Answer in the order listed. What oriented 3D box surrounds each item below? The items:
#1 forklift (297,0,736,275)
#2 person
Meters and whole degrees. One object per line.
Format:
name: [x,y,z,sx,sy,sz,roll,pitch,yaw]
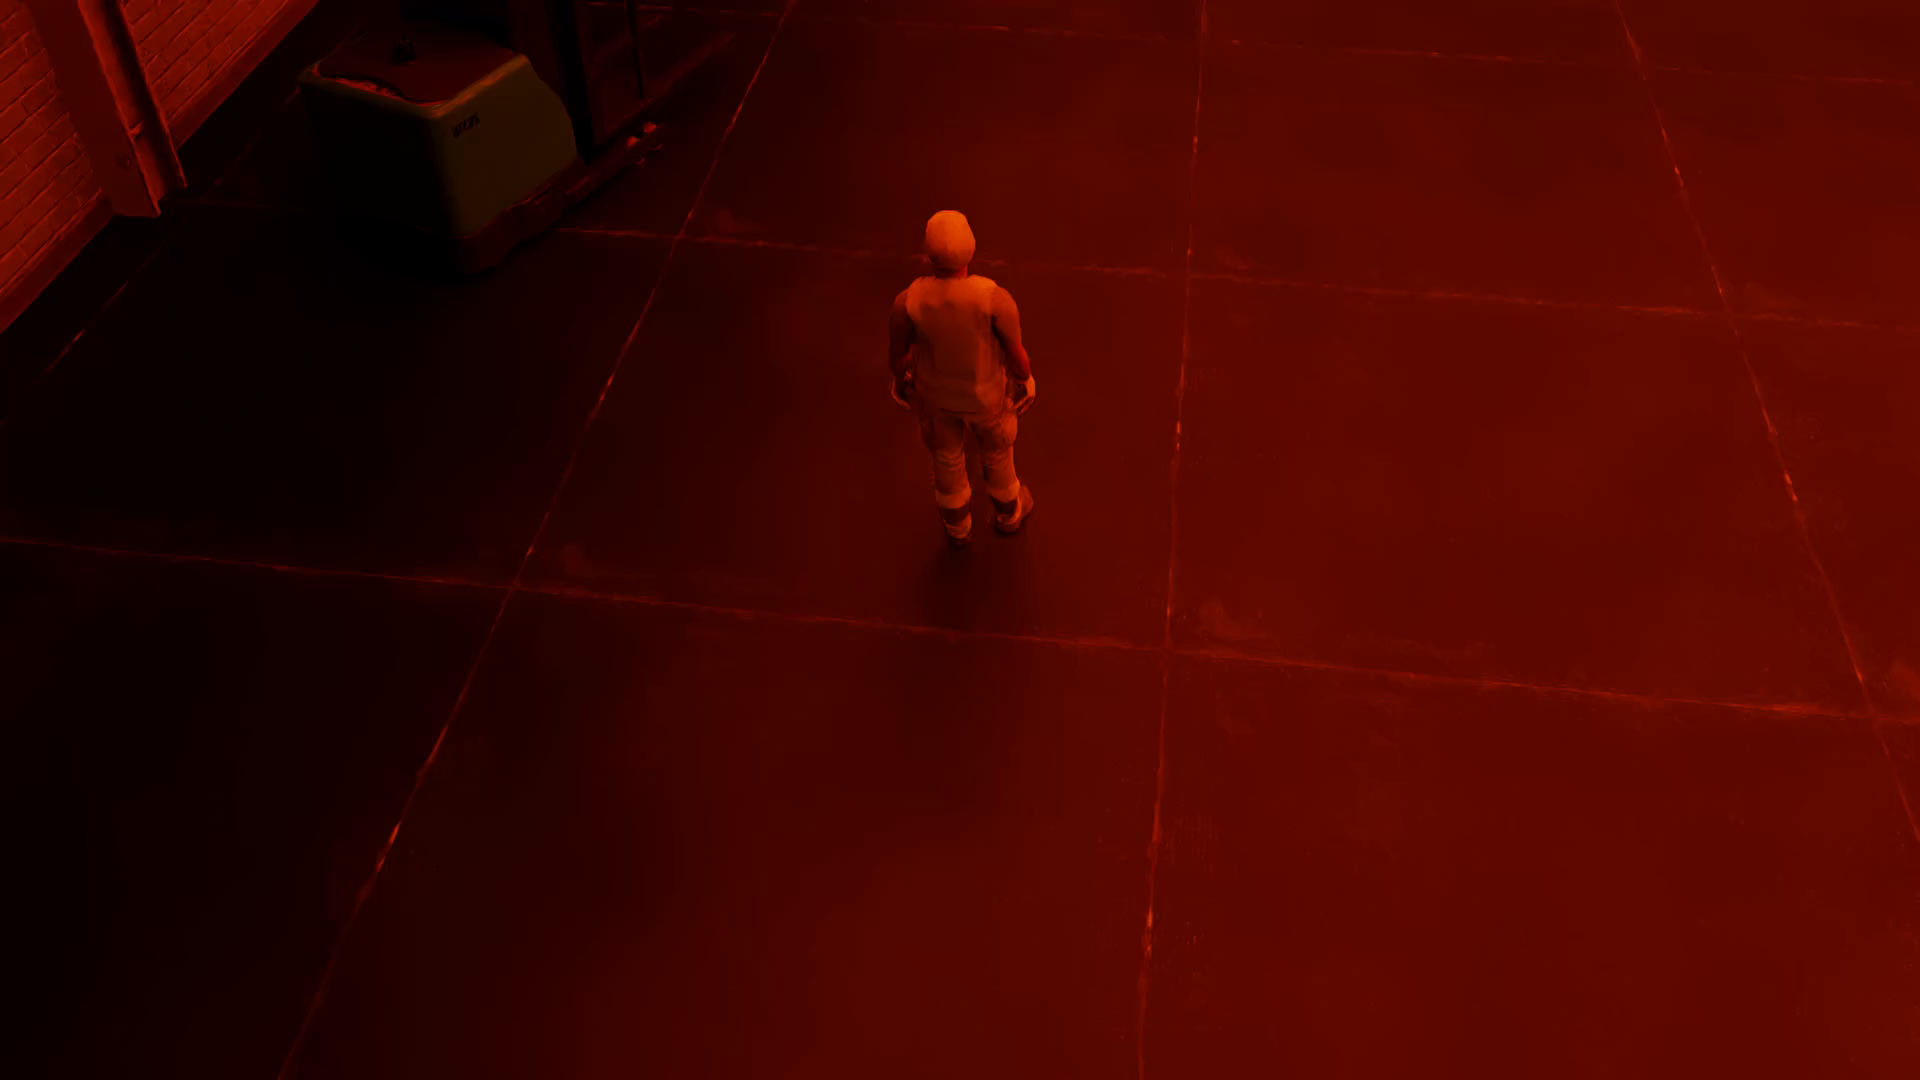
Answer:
forklift: [-2.523,-3.573,9.614,1.130,2.935,3.031,19,46,20]
person: [0.021,-0.717,7.338,0.637,1.787,0.563,5,43,6]
